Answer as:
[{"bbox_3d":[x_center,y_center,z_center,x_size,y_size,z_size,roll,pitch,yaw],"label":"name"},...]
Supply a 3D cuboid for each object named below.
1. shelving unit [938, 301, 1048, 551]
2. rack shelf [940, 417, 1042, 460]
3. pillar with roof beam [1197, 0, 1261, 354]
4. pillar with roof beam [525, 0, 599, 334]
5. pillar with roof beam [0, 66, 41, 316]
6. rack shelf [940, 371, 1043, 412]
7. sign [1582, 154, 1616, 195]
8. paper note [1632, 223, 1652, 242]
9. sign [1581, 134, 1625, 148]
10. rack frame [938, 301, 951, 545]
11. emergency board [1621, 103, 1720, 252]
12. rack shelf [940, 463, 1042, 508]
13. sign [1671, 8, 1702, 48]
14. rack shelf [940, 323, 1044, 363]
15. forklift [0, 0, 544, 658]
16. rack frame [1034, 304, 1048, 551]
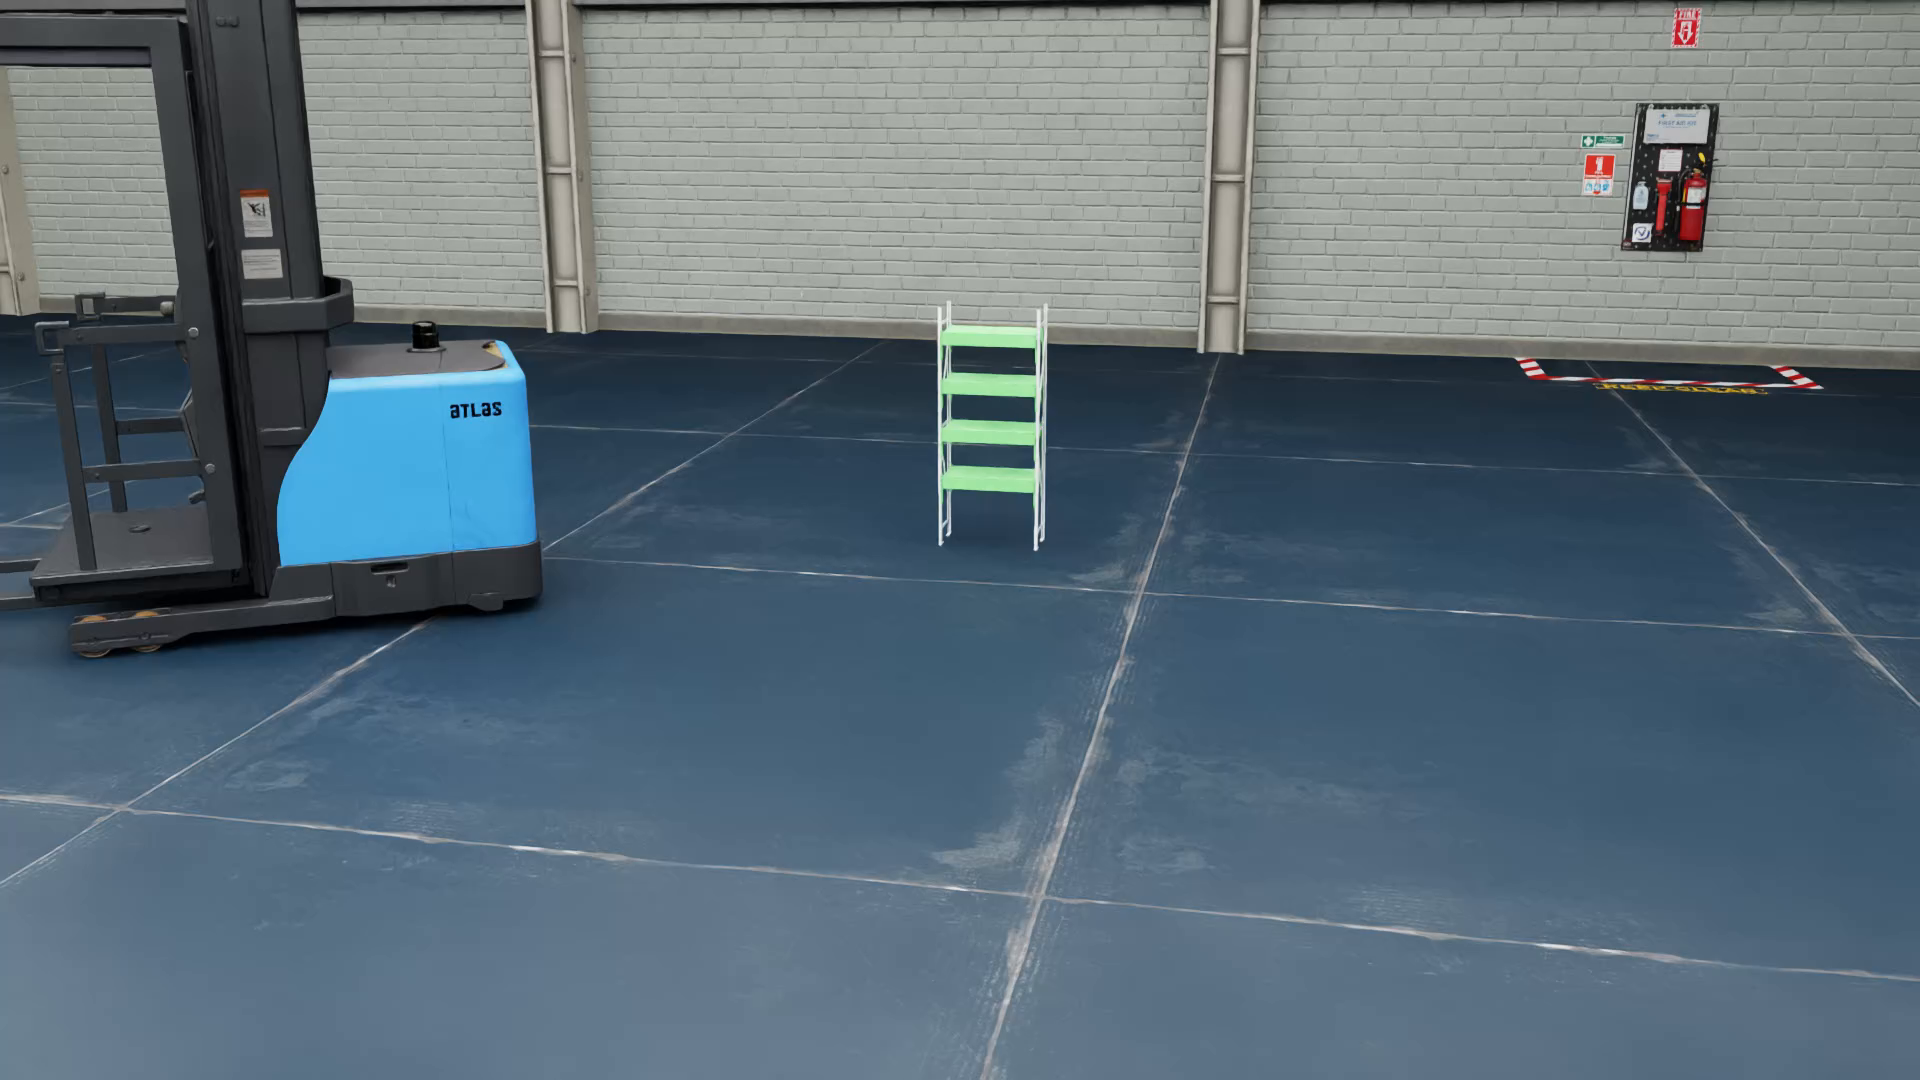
[{"bbox_3d":[0.162,-0.569,8.300,0.503,1.200,0.258,3,16,11],"label":"shelving unit"},{"bbox_3d":[0.162,-0.508,8.317,0.480,0.148,0.258,3,16,11],"label":"rack shelf"},{"bbox_3d":[1.406,-4.848,9.137,0.400,9.000,9.100,3,16,11],"label":"pillar with roof beam"},{"bbox_3d":[-4.474,-5.167,10.289,0.400,9.000,9.100,3,16,11],"label":"pillar with roof beam"},{"bbox_3d":[-10.353,-5.486,11.441,0.400,9.000,9.100,3,16,11],"label":"pillar with roof beam"},{"bbox_3d":[0.162,-0.739,8.253,0.480,0.148,0.258,3,16,11],"label":"rack shelf"},{"bbox_3d":[5.208,-2.979,13.560,0.234,0.329,0.001,3,16,11],"label":"sign"},{"bbox_3d":[5.570,-2.508,13.578,0.142,0.148,0.016,3,16,11],"label":"paper note"},{"bbox_3d":[5.211,-3.232,13.480,0.331,0.109,0.001,3,16,11],"label":"sign"},{"bbox_3d":[-0.077,-0.582,8.347,0.015,1.200,0.240,3,16,11],"label":"rack frame"},{"bbox_3d":[5.729,-2.905,13.361,0.643,1.169,0.194,3,16,11],"label":"emergency board"},{"bbox_3d":[0.162,-0.277,8.381,0.480,0.148,0.258,3,16,11],"label":"rack shelf"},{"bbox_3d":[5.741,-4.049,13.148,0.199,0.298,0.001,3,16,11],"label":"sign"},{"bbox_3d":[0.162,-0.970,8.189,0.480,0.148,0.258,3,16,11],"label":"rack shelf"},{"bbox_3d":[-3.427,-1.093,6.946,3.031,2.935,1.130,-5,16,-19],"label":"forklift"},{"bbox_3d":[0.401,-0.556,8.253,0.015,1.200,0.240,3,16,11],"label":"rack frame"}]
